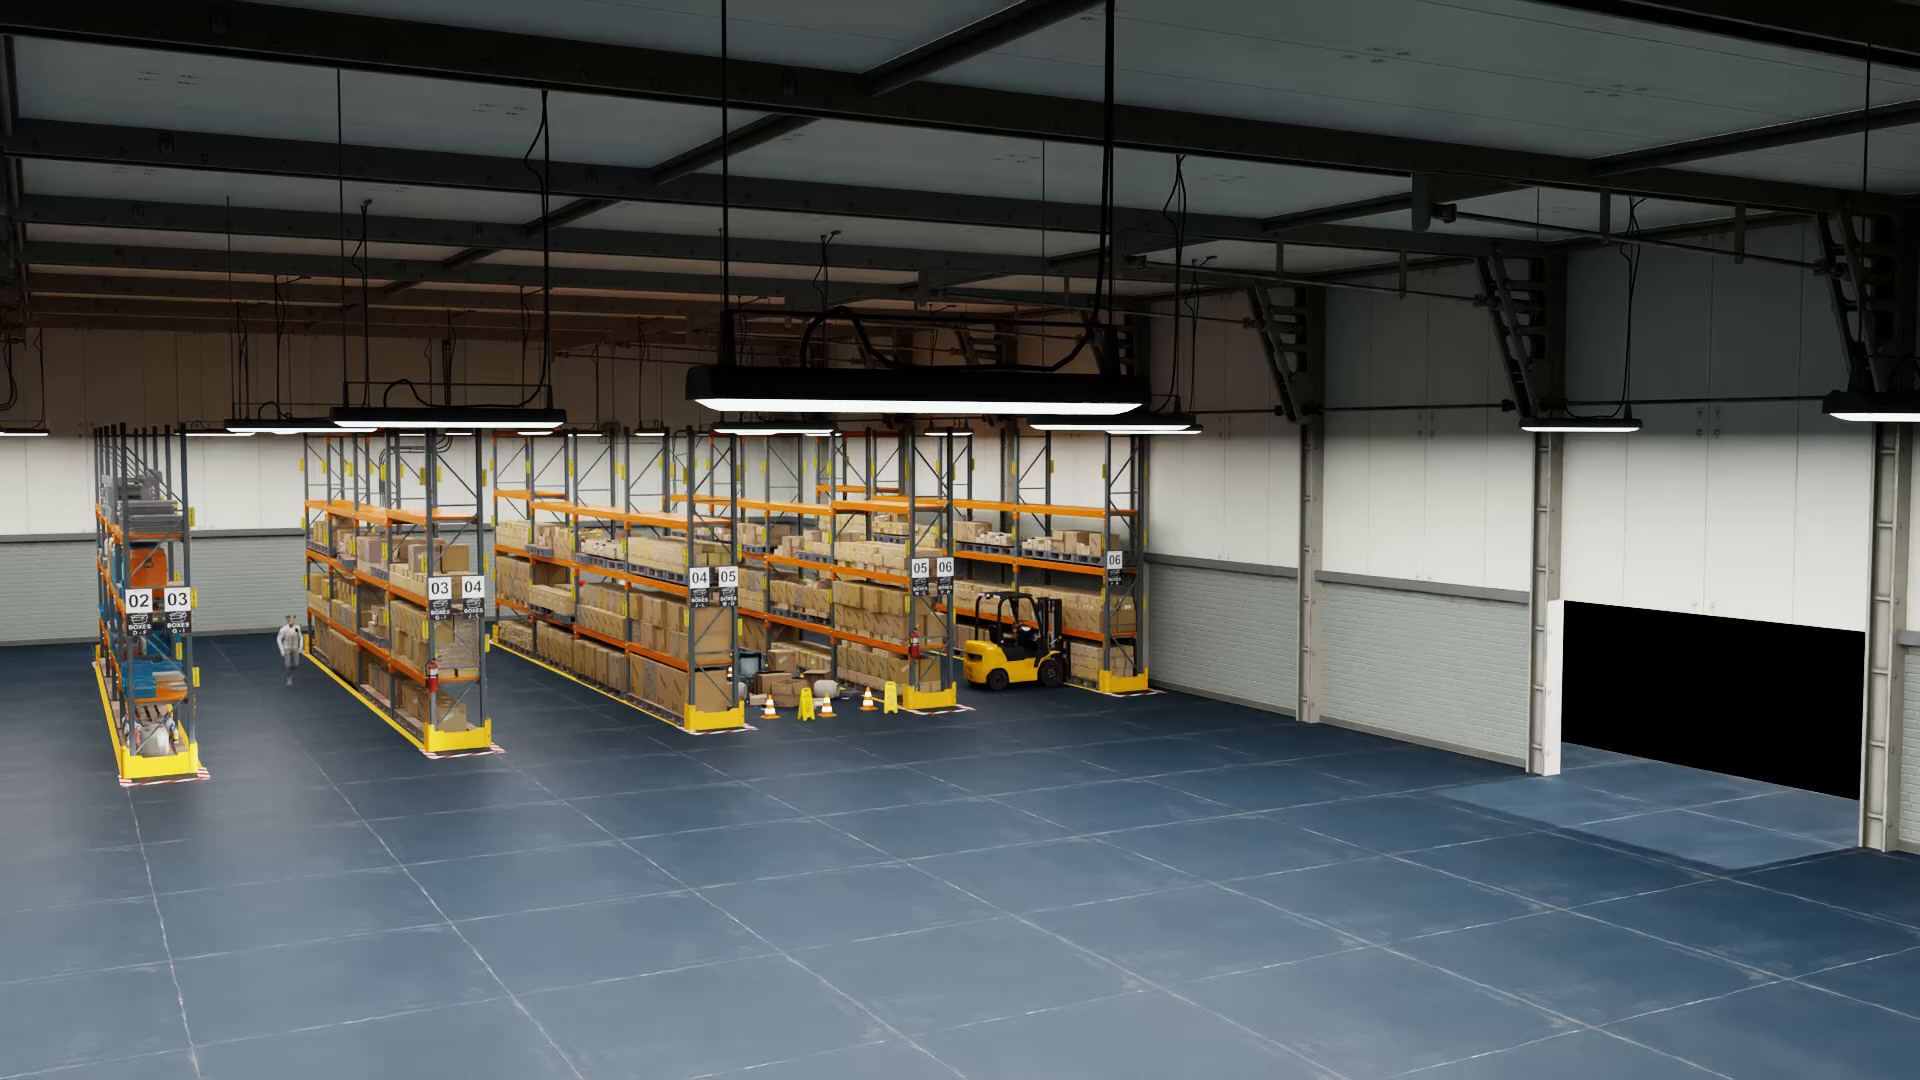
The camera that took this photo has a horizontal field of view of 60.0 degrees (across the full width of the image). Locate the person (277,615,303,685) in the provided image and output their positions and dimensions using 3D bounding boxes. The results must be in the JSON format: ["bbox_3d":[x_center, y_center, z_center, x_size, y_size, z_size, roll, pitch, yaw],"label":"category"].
[{"bbox_3d":[-15.728,2.552,39.014,0.583,1.647,0.565,-2,4,-35],"label":"person"}]

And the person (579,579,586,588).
[{"bbox_3d":[-10.667,2.005,46.949,0.658,1.760,0.747,-2,4,-26],"label":"person"}]

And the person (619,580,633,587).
[{"bbox_3d":[-10.464,1.778,51.967,0.498,1.720,0.458,1,4,21],"label":"person"}]
